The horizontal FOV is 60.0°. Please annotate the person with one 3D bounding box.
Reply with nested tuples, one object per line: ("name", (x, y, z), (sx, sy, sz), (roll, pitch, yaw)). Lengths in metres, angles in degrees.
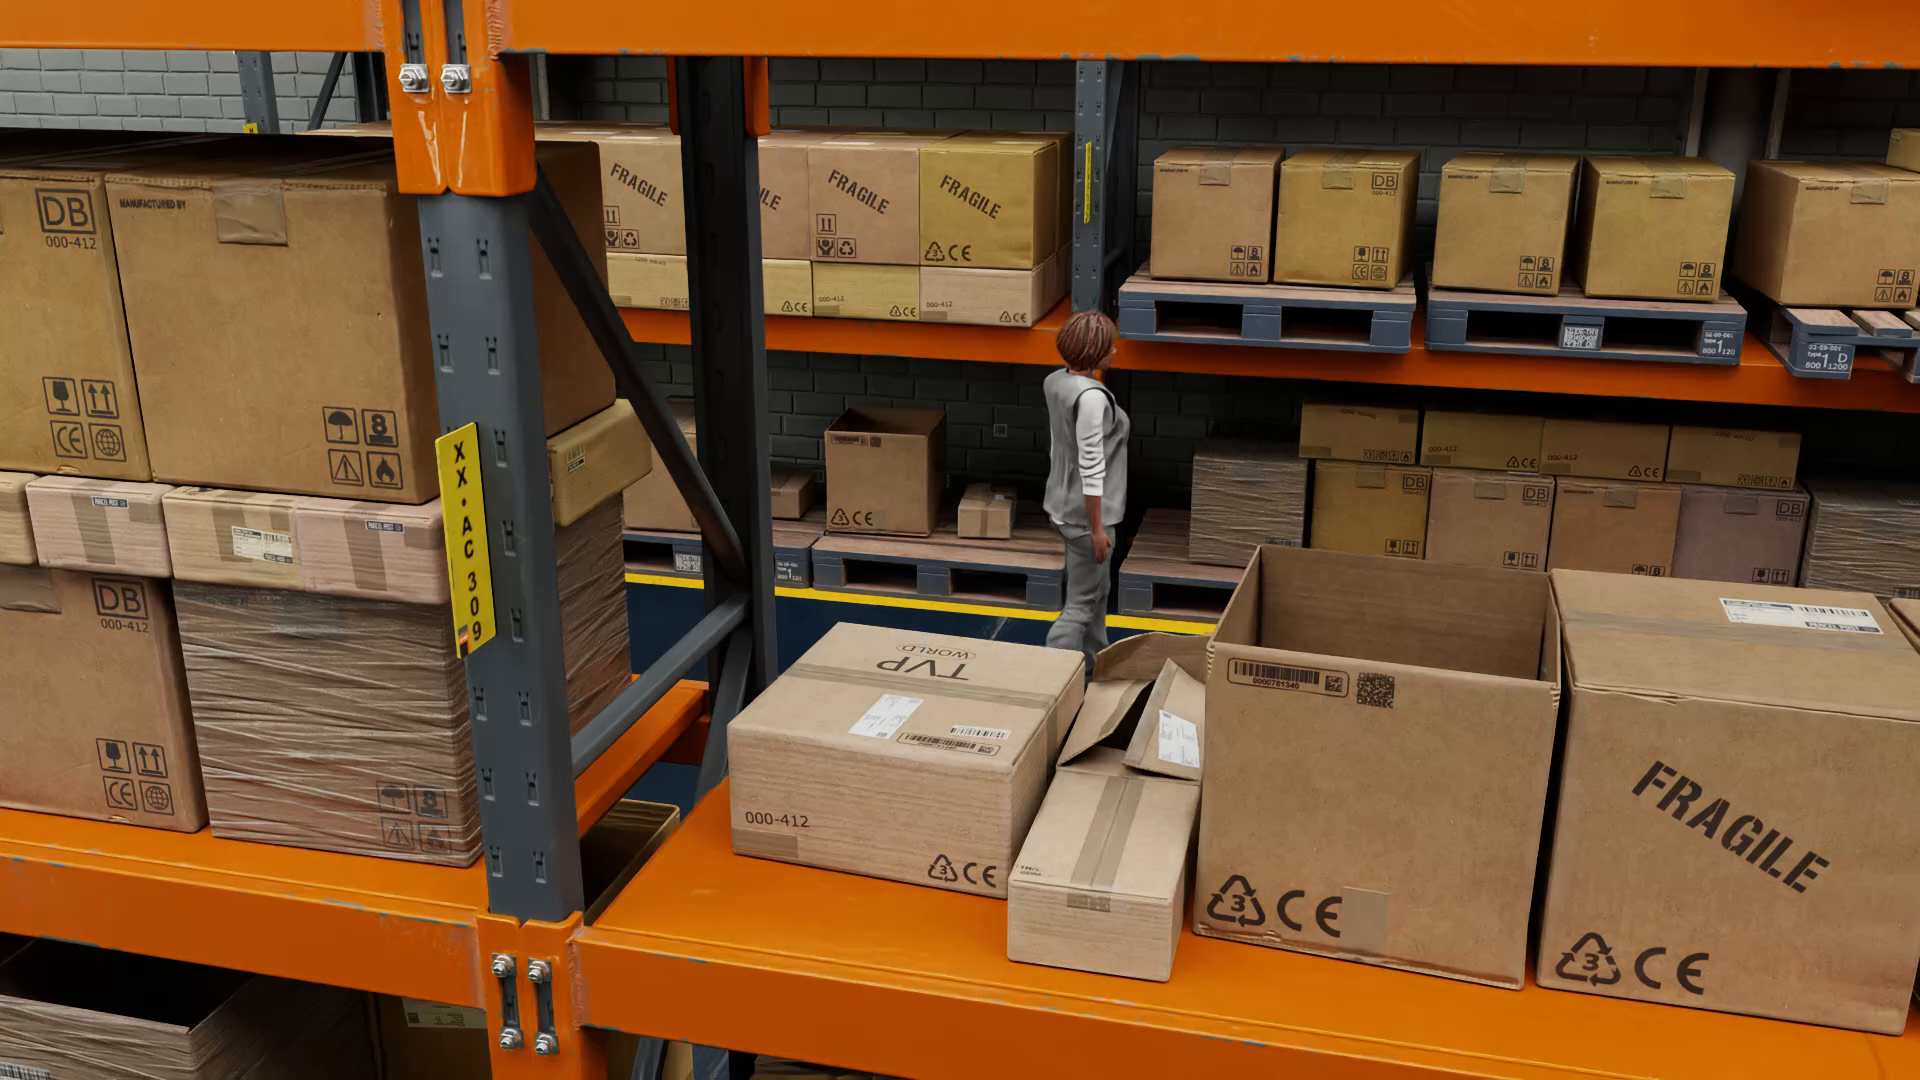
("person", (0.515, -0.095, 6.335), (0.599, 1.591, 0.426), (-6, 19, -17))
